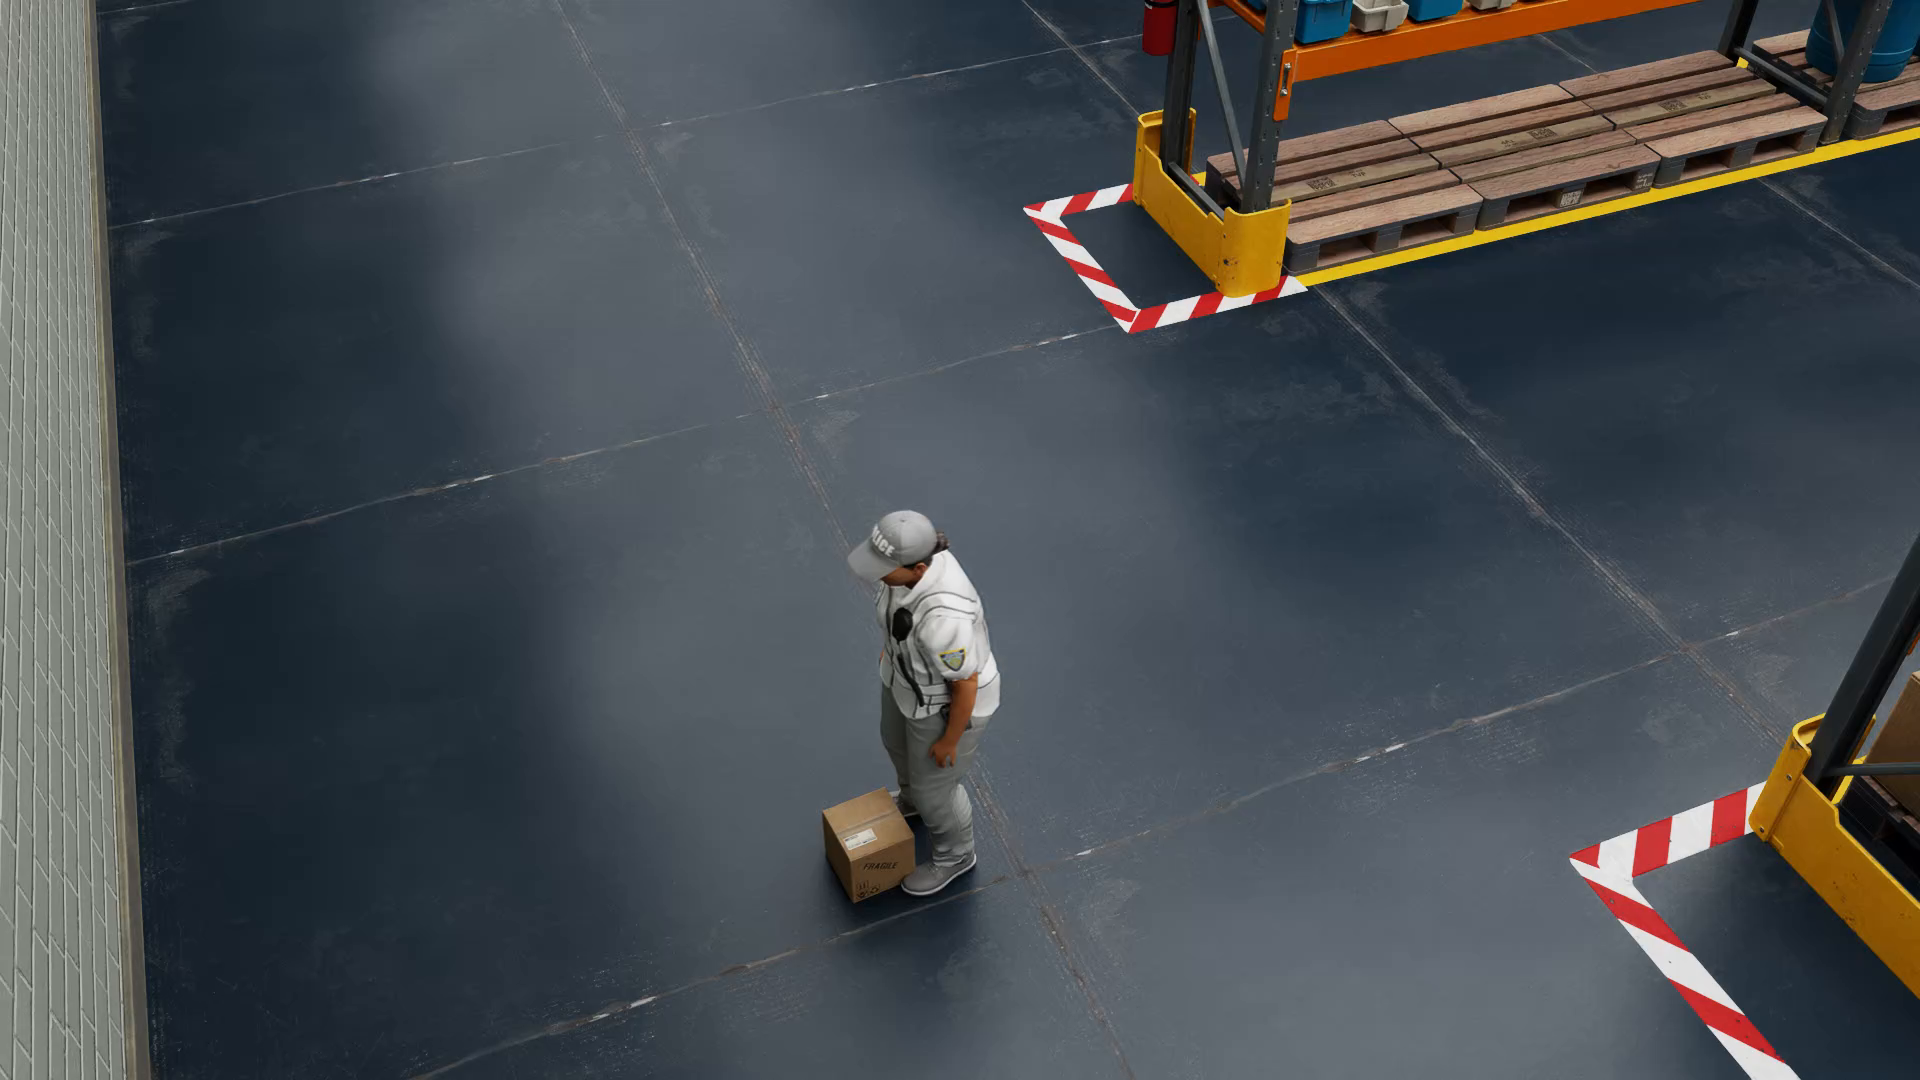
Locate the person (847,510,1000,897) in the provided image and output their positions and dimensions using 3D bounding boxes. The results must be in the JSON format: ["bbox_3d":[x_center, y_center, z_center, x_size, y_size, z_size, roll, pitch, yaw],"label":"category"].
[{"bbox_3d":[-0.130,0.516,5.582,0.473,1.666,0.548,-16,44,-17],"label":"person"}]
